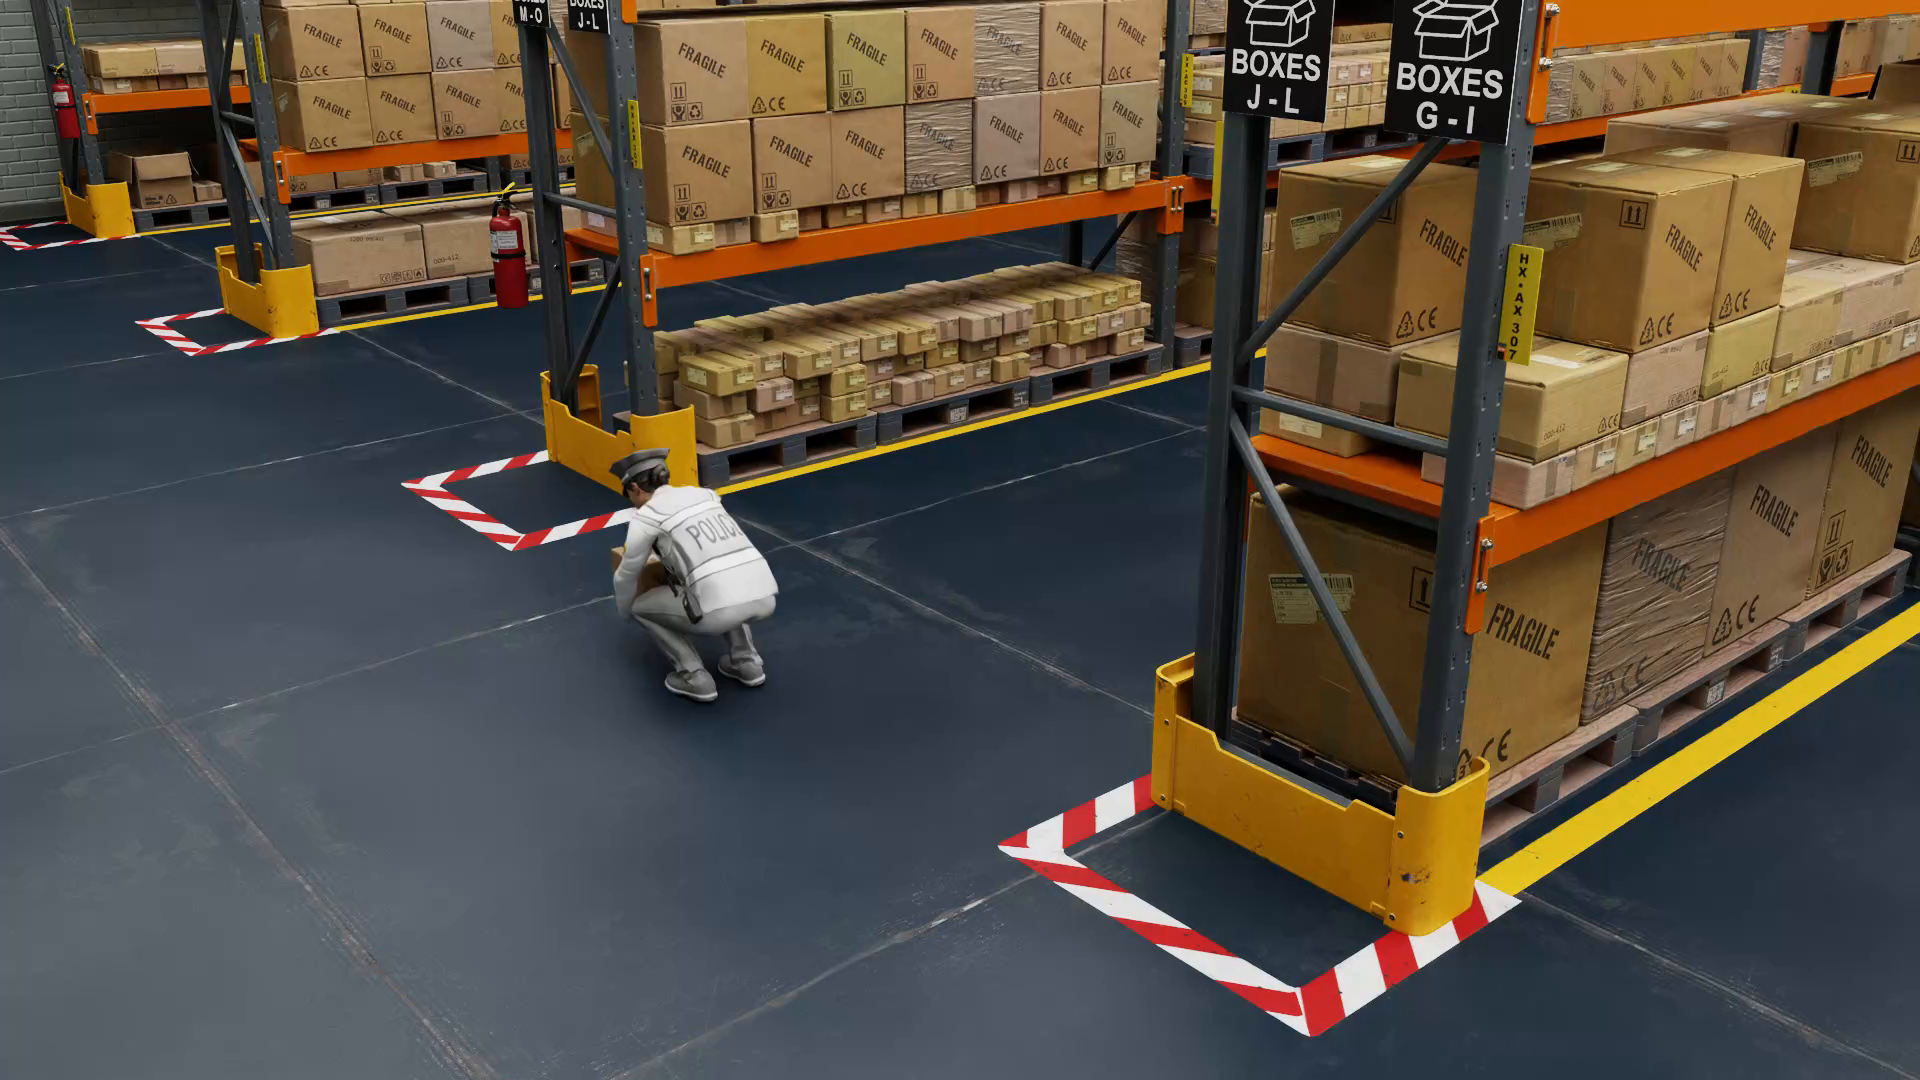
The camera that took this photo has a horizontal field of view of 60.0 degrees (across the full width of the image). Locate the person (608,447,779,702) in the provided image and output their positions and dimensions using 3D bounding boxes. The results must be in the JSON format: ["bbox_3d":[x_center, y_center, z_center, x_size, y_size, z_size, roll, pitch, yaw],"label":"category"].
[{"bbox_3d":[-1.093,0.120,6.762,0.501,0.961,0.823,-17,27,-37],"label":"person"}]
